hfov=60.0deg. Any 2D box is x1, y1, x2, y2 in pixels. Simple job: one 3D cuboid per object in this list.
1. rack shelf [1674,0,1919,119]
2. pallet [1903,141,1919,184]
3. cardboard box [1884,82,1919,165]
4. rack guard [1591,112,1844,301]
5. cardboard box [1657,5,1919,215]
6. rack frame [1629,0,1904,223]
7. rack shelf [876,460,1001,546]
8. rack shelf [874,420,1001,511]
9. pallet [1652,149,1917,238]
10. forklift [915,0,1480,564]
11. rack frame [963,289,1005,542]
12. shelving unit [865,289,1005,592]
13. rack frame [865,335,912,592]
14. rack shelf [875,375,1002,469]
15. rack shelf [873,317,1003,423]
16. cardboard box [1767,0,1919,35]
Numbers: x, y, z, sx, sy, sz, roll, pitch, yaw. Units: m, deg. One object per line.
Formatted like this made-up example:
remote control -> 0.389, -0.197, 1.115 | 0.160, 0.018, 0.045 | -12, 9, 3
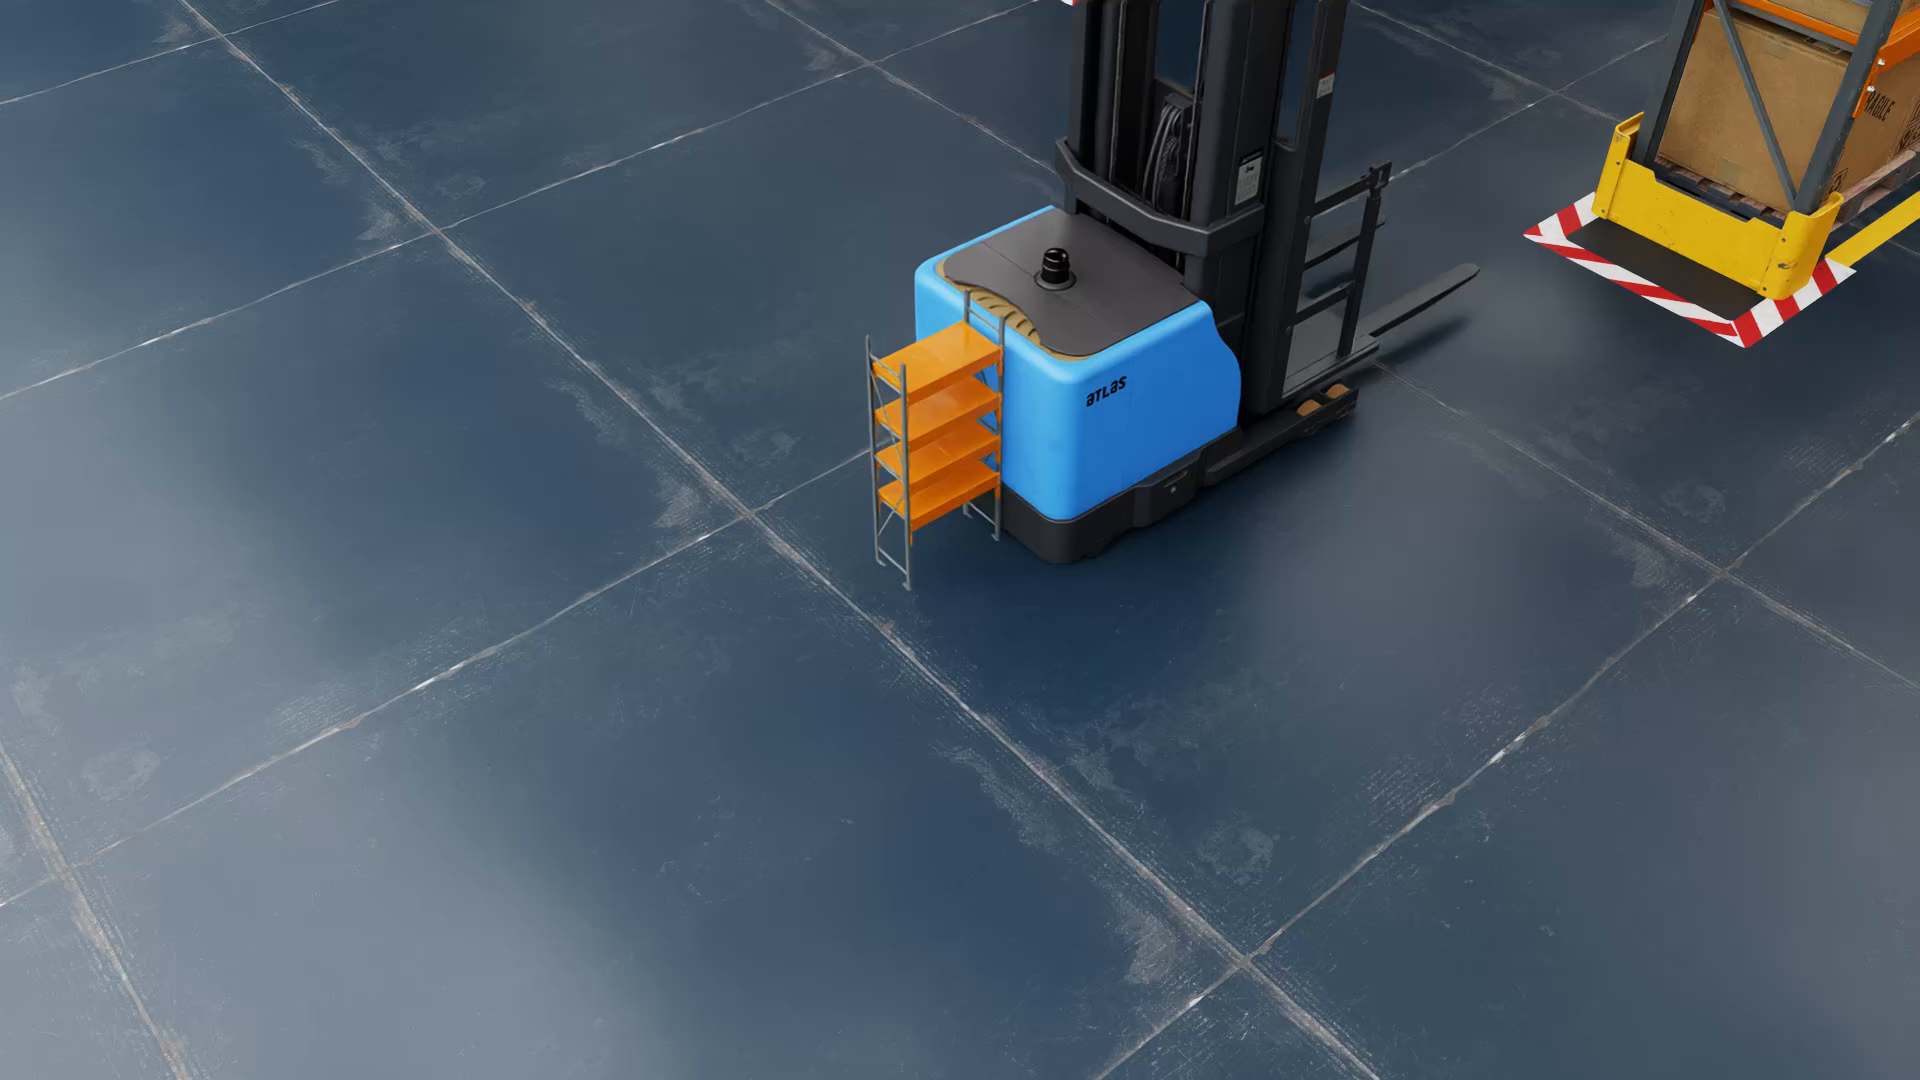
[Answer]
rack shelf -> 5.548, -3.326, 9.180 | 4.000, 0.370, 1.077 | -30, 51, -28
pallet -> 5.513, -2.619, 9.938 | 1.213, 0.211, 1.003 | -30, 51, -28
cardboard box -> 5.166, -2.809, 9.349 | 0.875, 0.875, 0.875 | -31, 51, -28
rack guard -> 3.996, -1.789, 8.843 | 0.348, 0.500, 1.175 | -30, 51, -28
cardboard box -> 4.492, -2.421, 8.936 | 0.875, 0.875, 0.875 | -29, 51, -28
rack frame -> 4.014, -2.710, 7.998 | 0.127, 3.000, 1.000 | -30, 51, -28
rack shelf -> -0.094, -0.196, 7.024 | 0.480, 0.148, 0.258 | -29, 50, -27
rack shelf -> -0.094, -0.341, 6.888 | 0.480, 0.148, 0.258 | -29, 50, -27
pallet -> 4.577, -2.086, 9.371 | 1.213, 0.211, 1.003 | -30, 51, -28
forklift -> 1.259, -1.814, 7.094 | 3.031, 2.935, 1.130 | -29, 50, -27
rack frame -> 0.096, -0.495, 6.954 | 0.015, 1.200, 0.240 | -29, 50, -27
shelving unit -> -0.094, -0.390, 6.842 | 0.503, 1.200, 0.258 | -29, 50, -27
rack frame -> -0.284, -0.285, 6.730 | 0.015, 1.200, 0.240 | -29, 50, -27
rack shelf -> -0.094, -0.504, 6.735 | 0.480, 0.148, 0.258 | -29, 50, -27
rack shelf -> -0.094, -0.676, 6.573 | 0.480, 0.148, 0.258 | -29, 50, -27
cardboard box -> 4.270, -2.952, 8.146 | 0.550, 0.550, 0.875 | -30, 51, -28
